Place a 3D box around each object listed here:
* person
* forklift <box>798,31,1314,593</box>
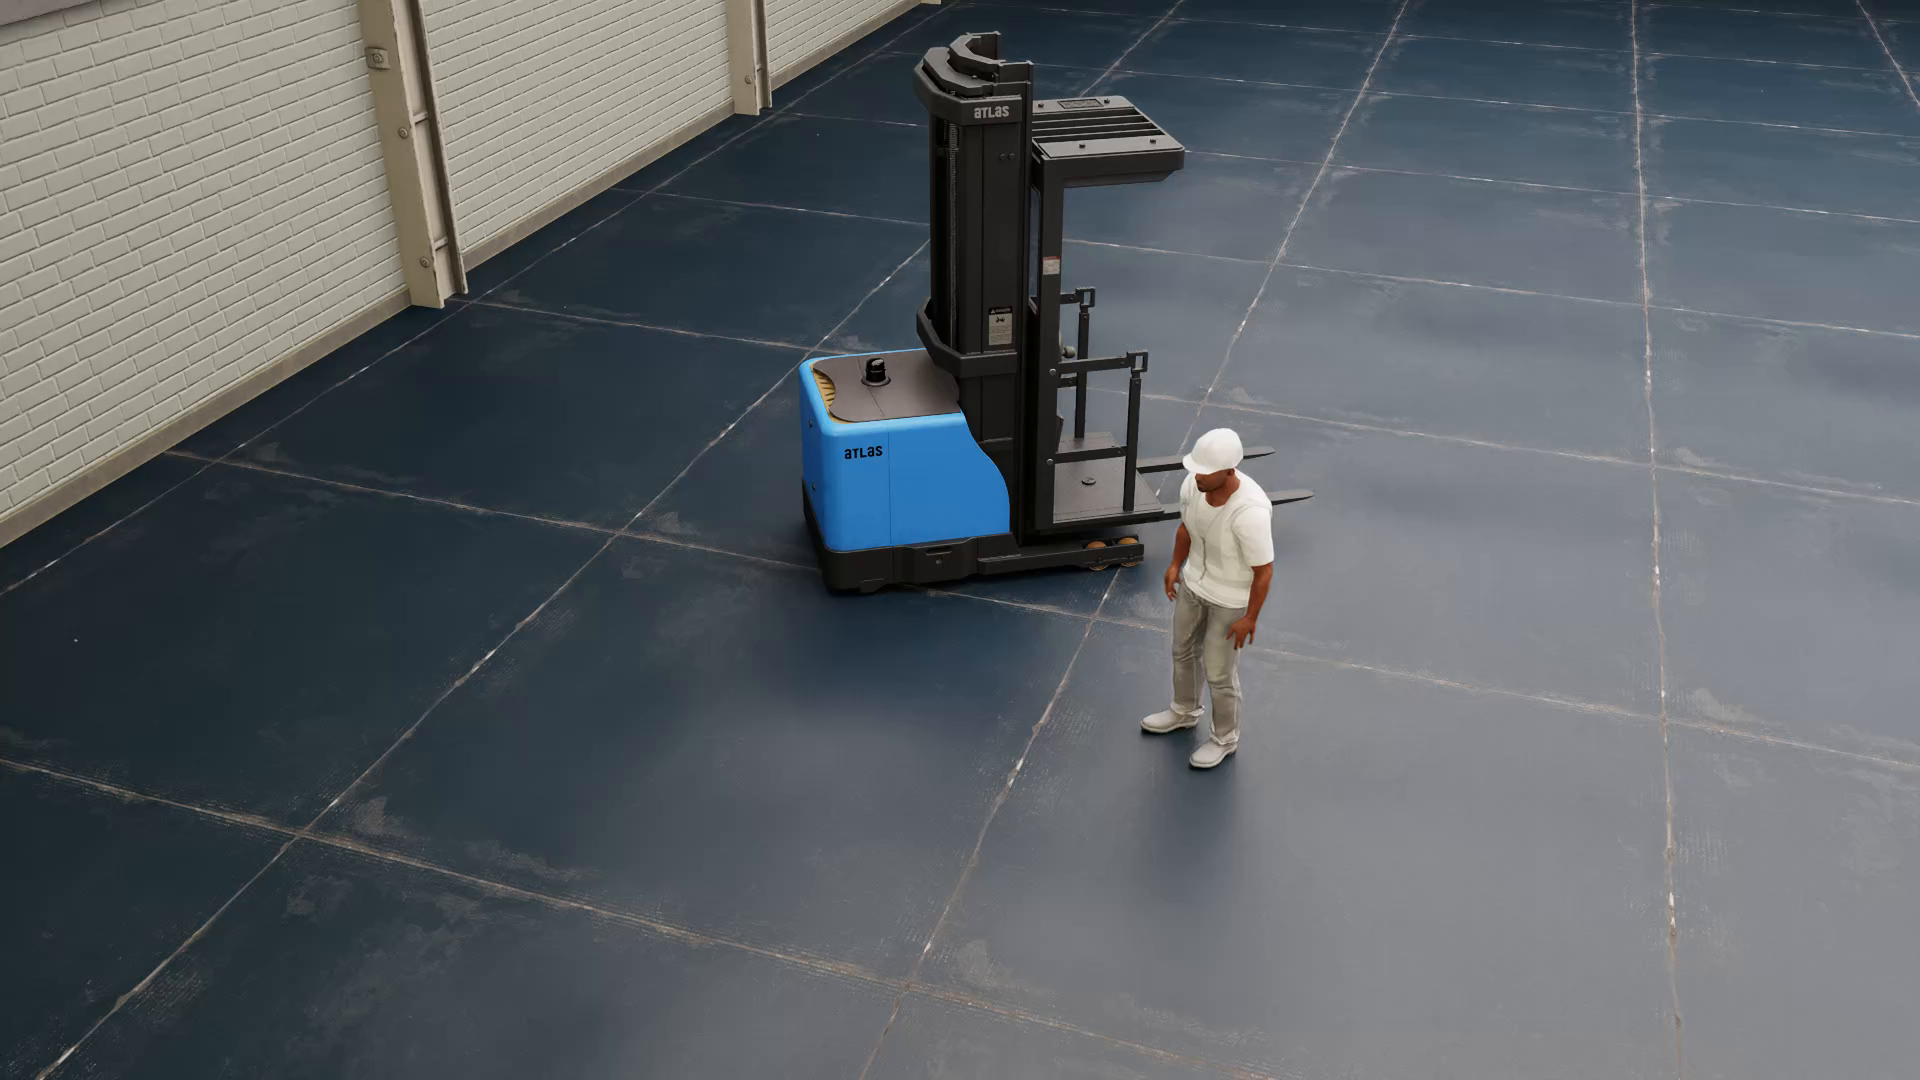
[{"bbox_3d":[1.197,0.250,7.884,0.461,1.760,0.627,-17,34,-27],"label":"person"},{"bbox_3d":[0.609,-1.343,9.493,3.031,2.935,1.130,-7,30,-11],"label":"forklift"}]
